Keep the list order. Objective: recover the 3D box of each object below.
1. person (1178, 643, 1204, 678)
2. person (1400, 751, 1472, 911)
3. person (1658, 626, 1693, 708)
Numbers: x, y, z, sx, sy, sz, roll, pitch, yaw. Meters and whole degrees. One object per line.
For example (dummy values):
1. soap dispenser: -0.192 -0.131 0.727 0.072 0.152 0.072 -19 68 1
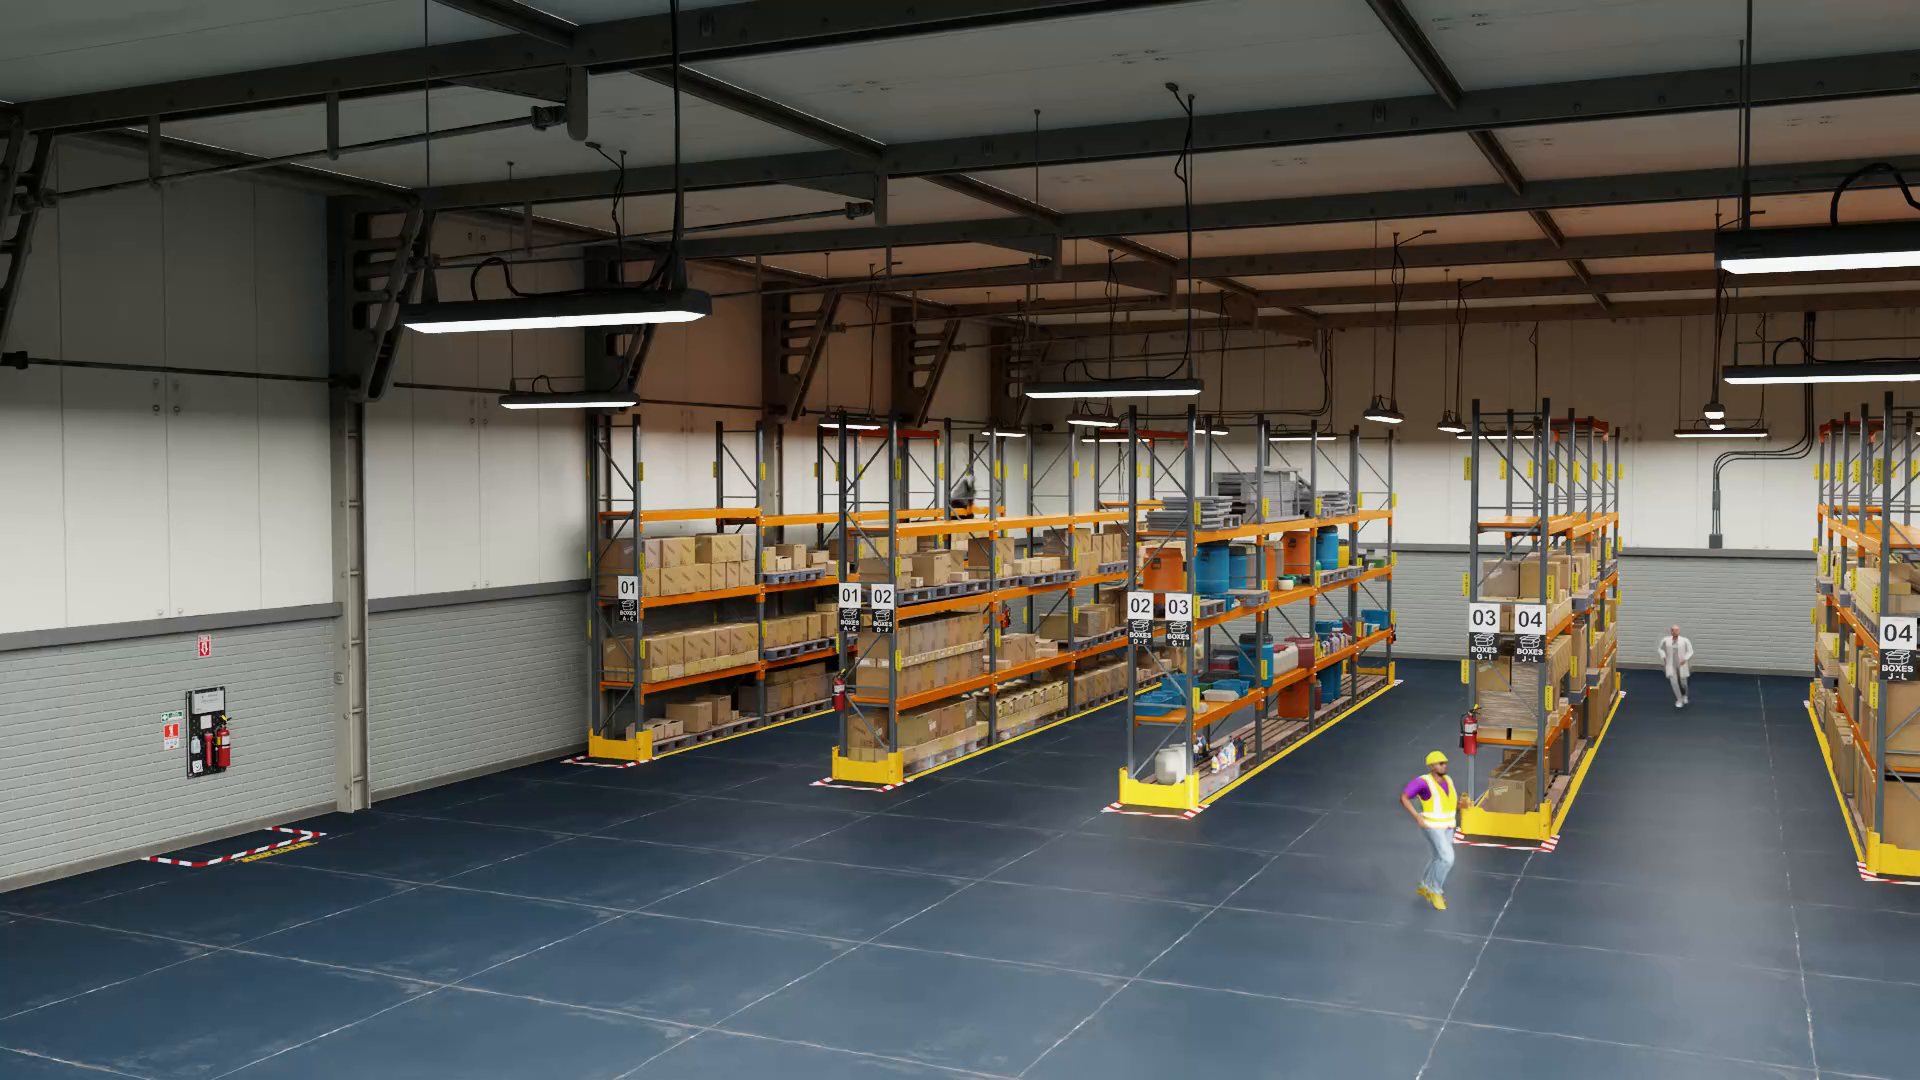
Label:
1. person: 4.803 2.717 34.668 0.575 1.652 0.970 1 2 13
2. person: 5.515 3.339 19.118 0.674 1.809 0.696 -2 3 -35
3. person: 15.231 2.780 35.416 0.695 1.534 0.756 1 3 25
